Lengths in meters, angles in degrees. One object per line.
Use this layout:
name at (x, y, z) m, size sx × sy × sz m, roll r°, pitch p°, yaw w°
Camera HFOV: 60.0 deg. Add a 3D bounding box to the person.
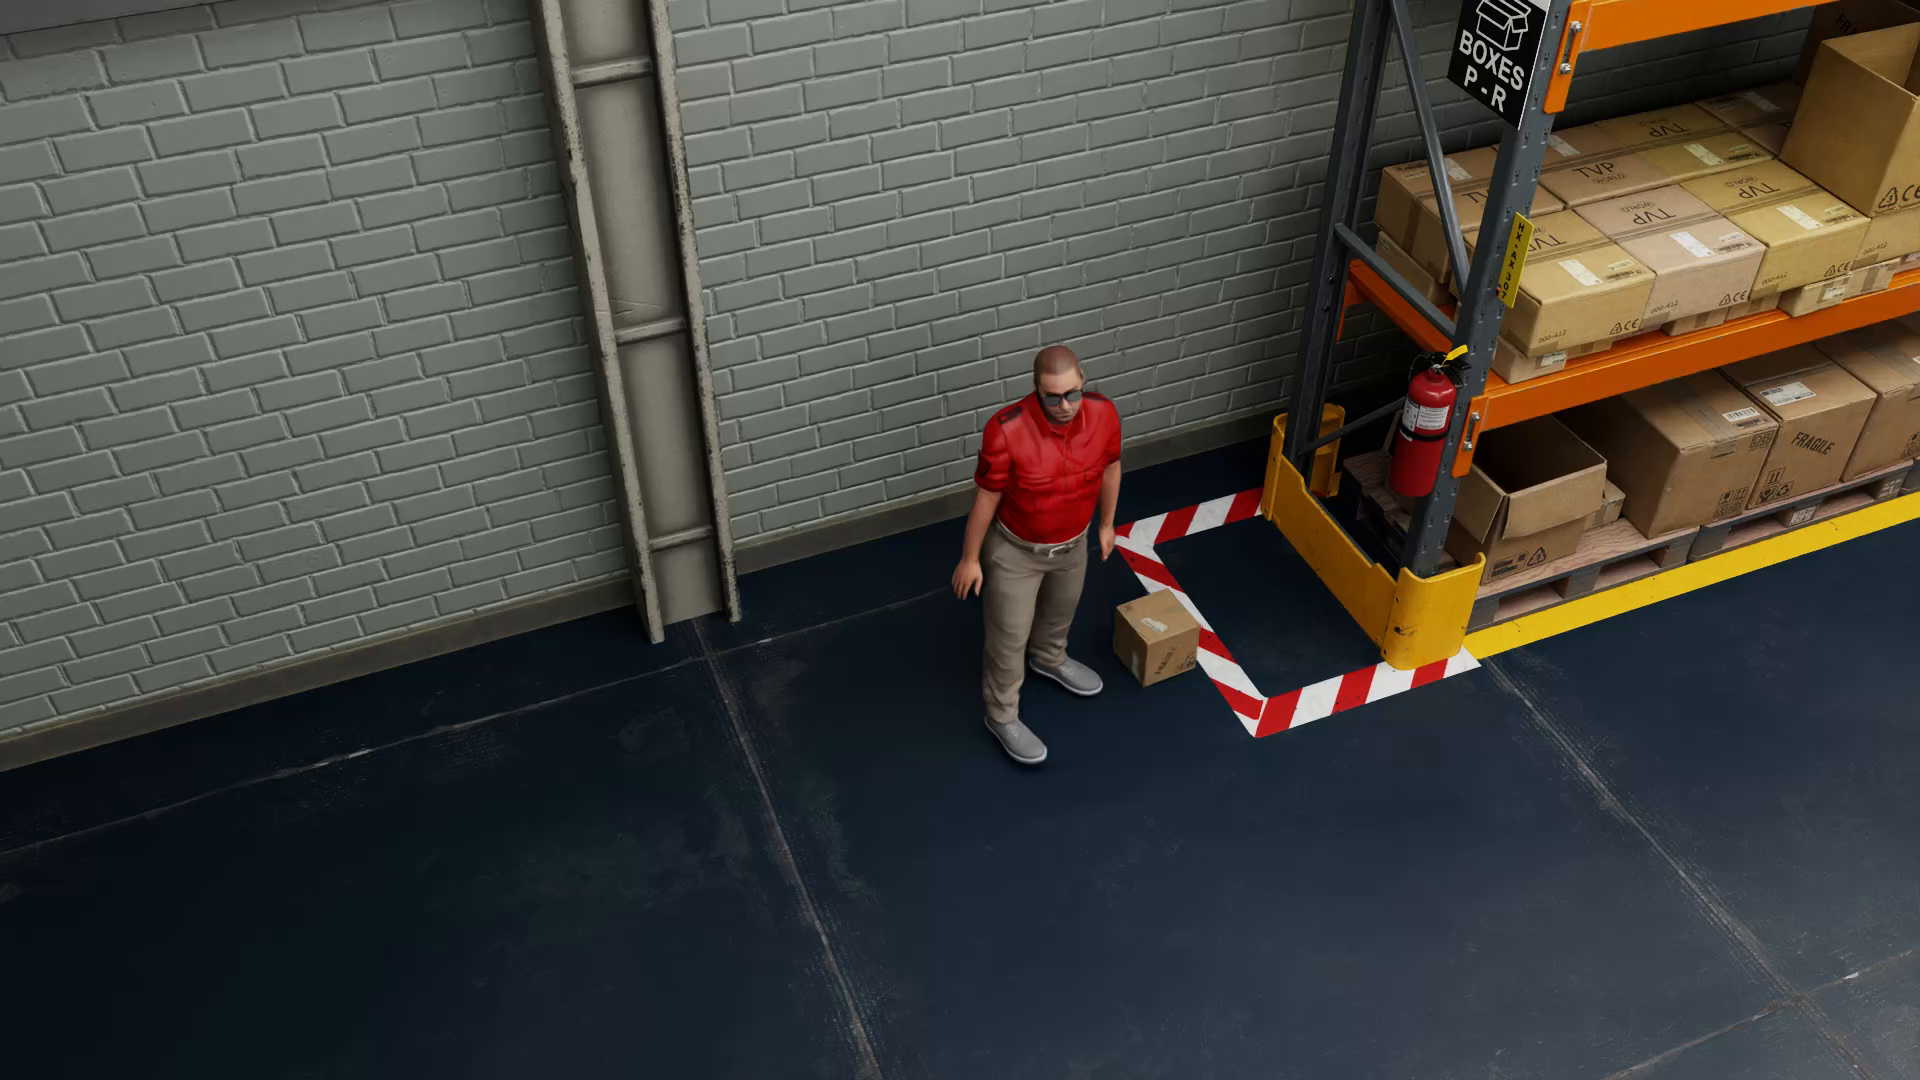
person at (0.306, 0.050, 6.081) m, size 0.682 × 1.725 × 0.531 m, roll -19°, pitch 45°, yaw -21°
